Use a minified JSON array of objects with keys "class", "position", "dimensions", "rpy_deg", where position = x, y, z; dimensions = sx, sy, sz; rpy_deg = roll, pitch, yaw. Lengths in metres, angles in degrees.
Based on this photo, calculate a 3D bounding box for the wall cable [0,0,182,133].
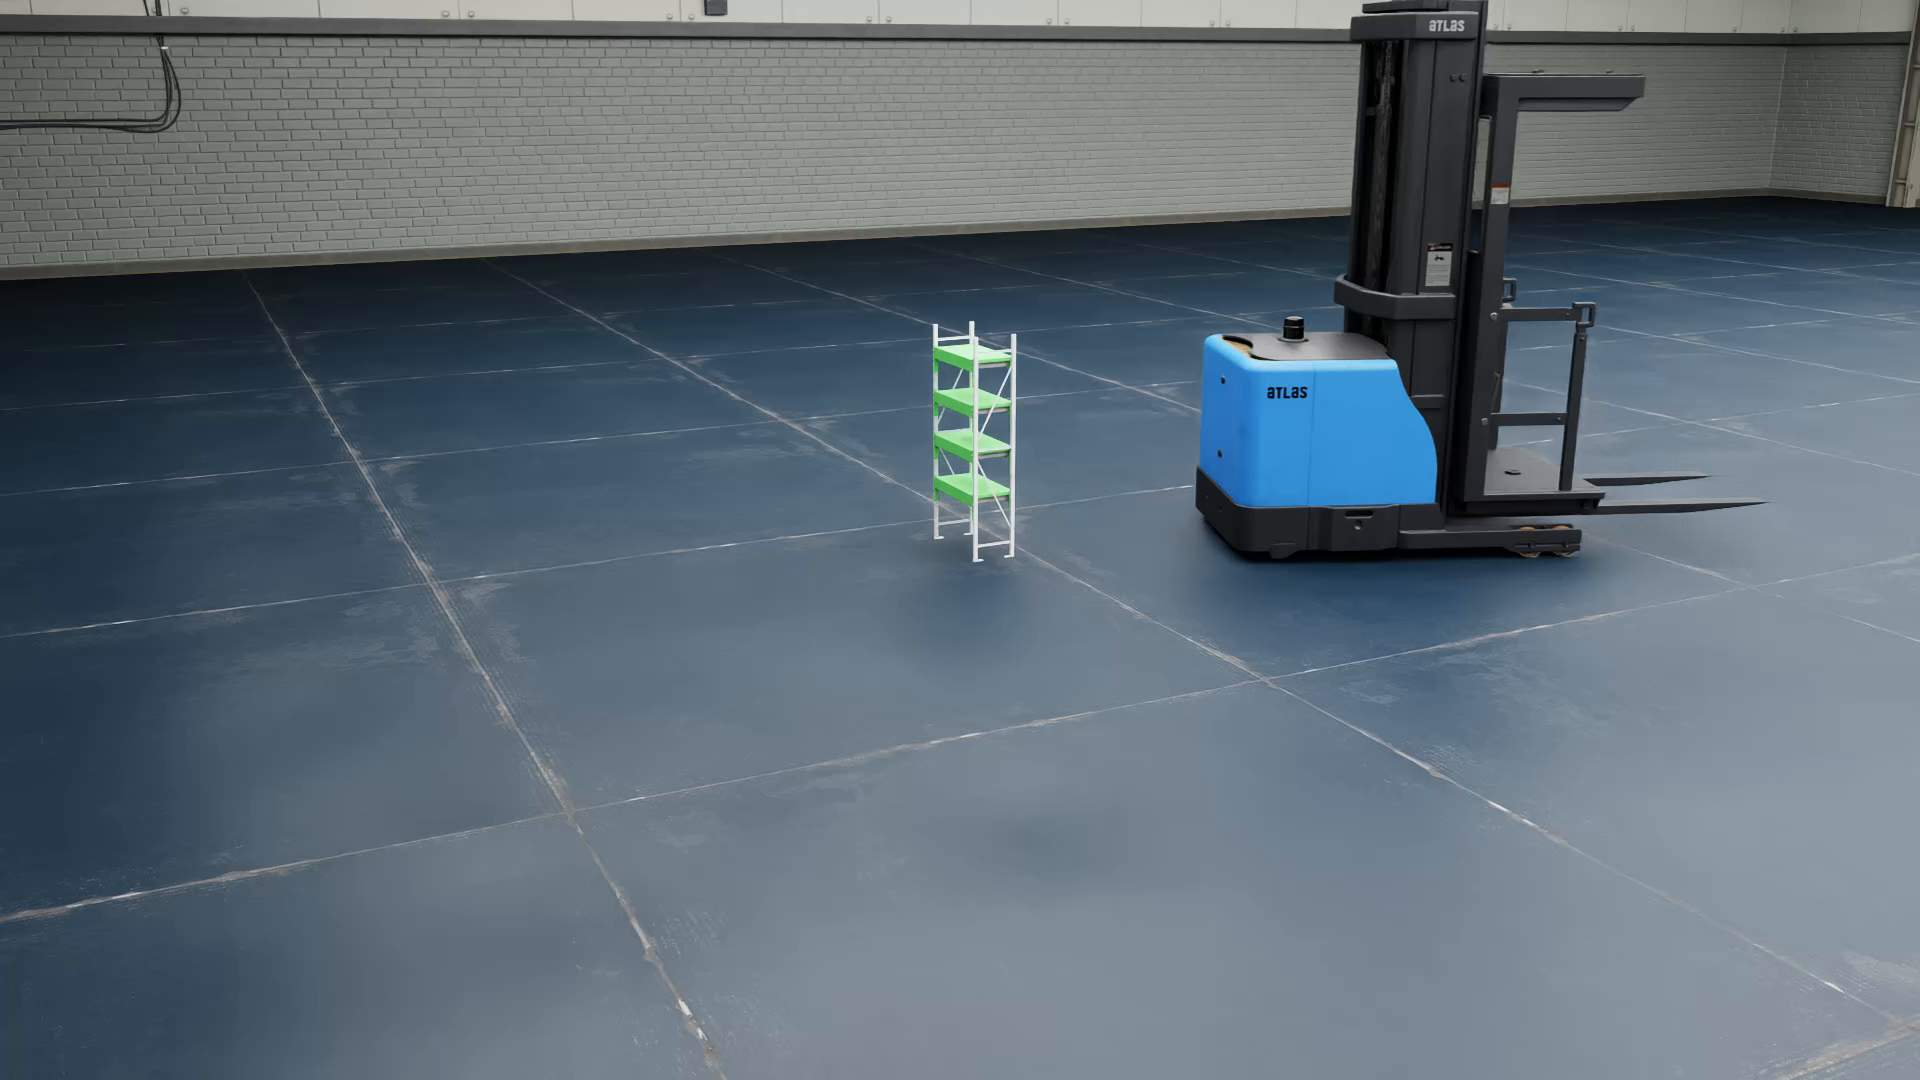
[{"class":"wall cable","position":[-11.043,-6.078,19.745],"dimensions":[3.097,2.526,0.112],"rpy_deg":[-8,18,-25]}]

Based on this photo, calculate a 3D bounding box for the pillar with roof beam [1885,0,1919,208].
[{"class":"pillar with roof beam","position":[13.506,-9.966,27.666],"dimensions":[9.100,9.000,0.400],"rpy_deg":[-8,18,-25]}]

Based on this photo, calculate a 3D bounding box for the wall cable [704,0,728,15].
[{"class":"wall cable","position":[-2.502,-10.348,22.832],"dimensions":[2.305,6.003,0.169],"rpy_deg":[-8,18,-25]}]

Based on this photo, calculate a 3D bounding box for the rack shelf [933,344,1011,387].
[{"class":"rack shelf","position":[0.073,-0.936,8.827],"dimensions":[0.258,0.148,0.480],"rpy_deg":[-8,18,-25]}]

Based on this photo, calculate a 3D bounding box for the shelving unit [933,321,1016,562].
[{"class":"shelving unit","position":[0.073,-0.536,8.942],"dimensions":[0.258,1.200,0.503],"rpy_deg":[-8,18,-25]}]

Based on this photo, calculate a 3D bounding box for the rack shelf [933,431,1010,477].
[{"class":"rack shelf","position":[0.073,-0.474,8.960],"dimensions":[0.258,0.148,0.480],"rpy_deg":[-8,18,-25]}]

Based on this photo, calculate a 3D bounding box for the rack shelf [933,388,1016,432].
[{"class":"rack shelf","position":[0.073,-0.705,8.894],"dimensions":[0.258,0.148,0.480],"rpy_deg":[-8,18,-25]}]

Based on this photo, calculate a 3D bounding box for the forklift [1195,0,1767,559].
[{"class":"forklift","position":[2.917,-1.457,9.015],"dimensions":[3.031,2.935,1.130],"rpy_deg":[-1,16,-5]}]

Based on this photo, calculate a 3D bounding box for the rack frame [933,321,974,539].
[{"class":"rack frame","position":[-0.034,-0.596,9.153],"dimensions":[0.240,1.200,0.015],"rpy_deg":[-8,18,-25]}]

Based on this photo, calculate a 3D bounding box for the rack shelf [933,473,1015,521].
[{"class":"rack shelf","position":[0.073,-0.244,9.026],"dimensions":[0.258,0.148,0.480],"rpy_deg":[-8,18,-25]}]

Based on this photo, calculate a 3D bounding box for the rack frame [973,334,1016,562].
[{"class":"rack frame","position":[0.179,-0.475,8.731],"dimensions":[0.240,1.200,0.015],"rpy_deg":[-8,18,-25]}]
